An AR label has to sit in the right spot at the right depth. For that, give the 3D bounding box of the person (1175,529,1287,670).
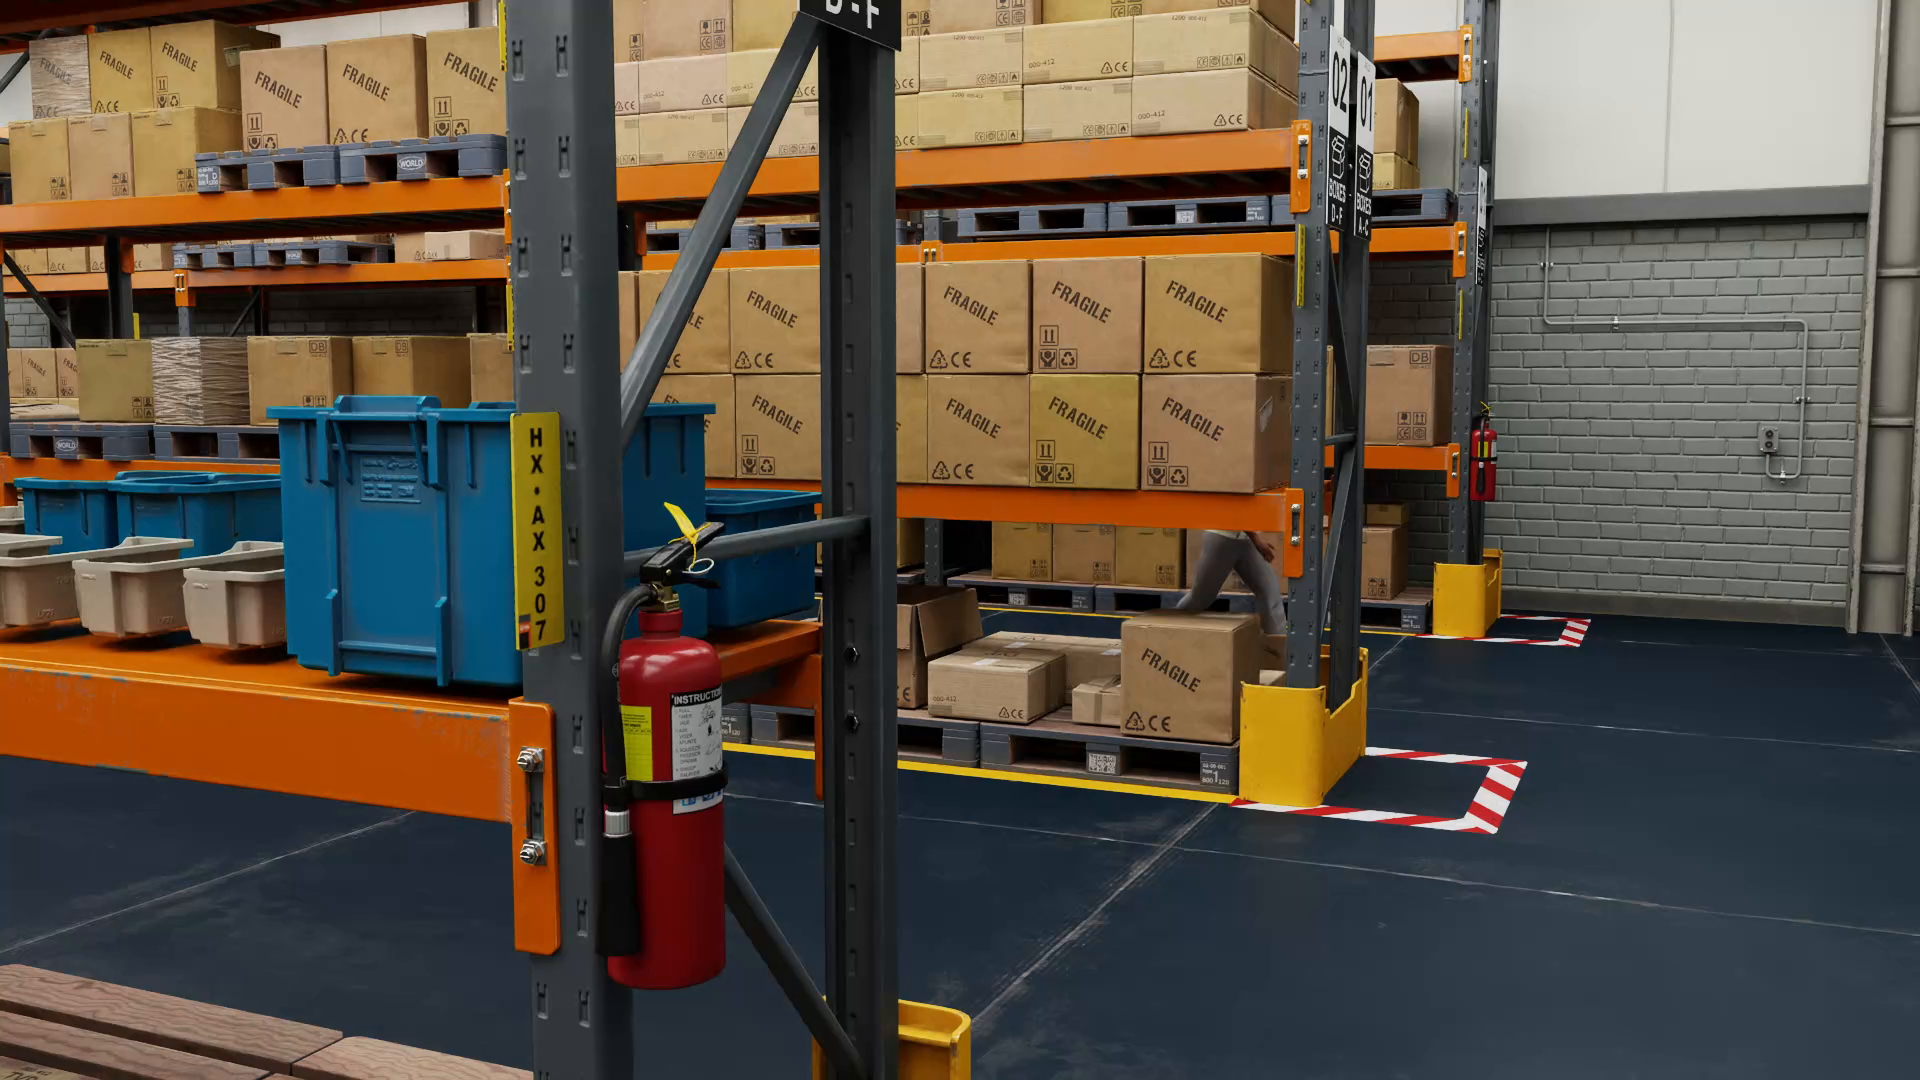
[{"bbox_3d":[1.679,-0.031,9.937,1.030,1.615,0.474,3,6,28],"label":"person"}]
